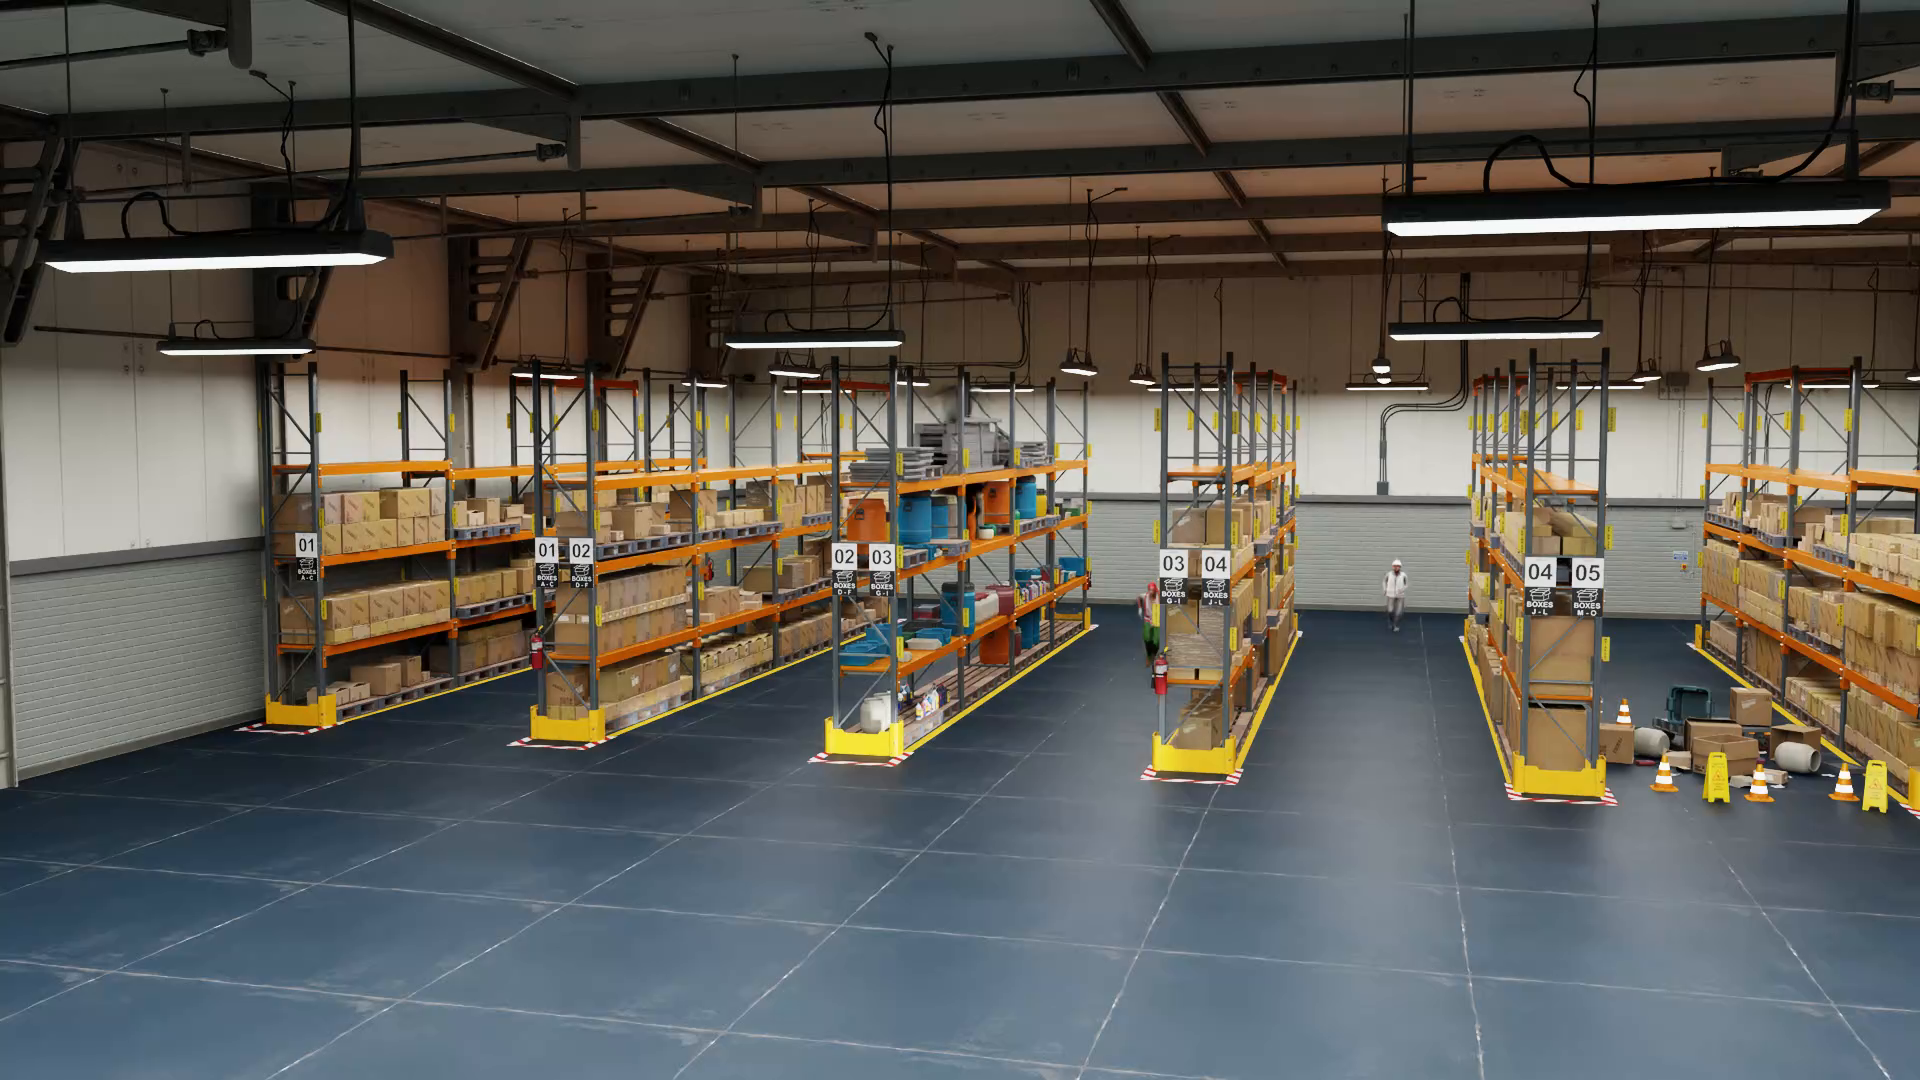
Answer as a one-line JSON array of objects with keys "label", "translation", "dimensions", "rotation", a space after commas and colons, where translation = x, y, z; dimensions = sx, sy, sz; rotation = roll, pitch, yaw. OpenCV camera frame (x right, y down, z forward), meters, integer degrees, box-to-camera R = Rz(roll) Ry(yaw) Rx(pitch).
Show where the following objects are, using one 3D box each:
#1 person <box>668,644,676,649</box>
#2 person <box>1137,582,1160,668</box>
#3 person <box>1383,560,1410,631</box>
[{"label": "person", "translation": [-6.263, 1.646, 35.990], "dimensions": [0.538, 1.775, 0.786], "rotation": [1, 4, 9]}, {"label": "person", "translation": [3.834, 1.686, 33.111], "dimensions": [0.643, 1.735, 0.896], "rotation": [1, 4, 11]}, {"label": "person", "translation": [10.397, 1.338, 39.704], "dimensions": [0.641, 1.723, 0.663], "rotation": [1, 4, 19]}]
